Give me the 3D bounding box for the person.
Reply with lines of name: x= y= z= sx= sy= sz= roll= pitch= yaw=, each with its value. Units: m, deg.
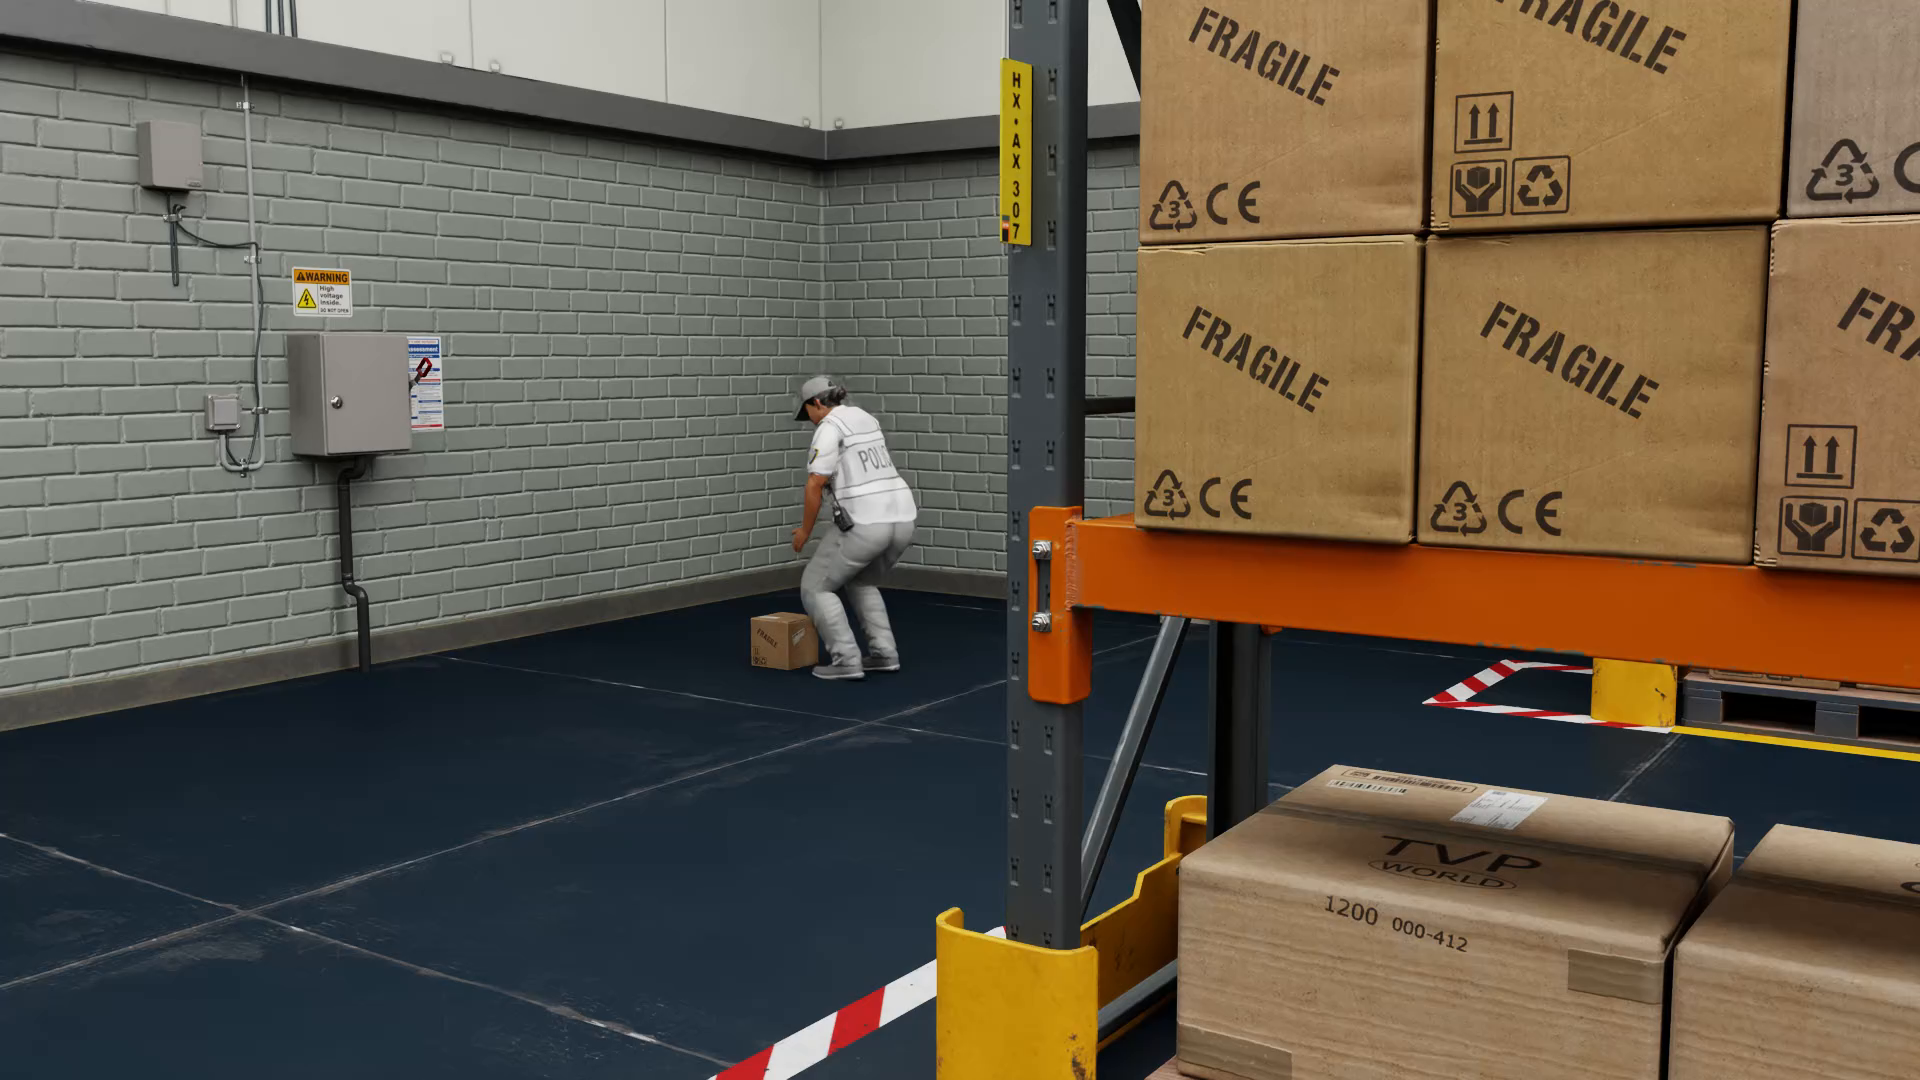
person: x=-0.555 y=-0.059 z=8.310 sx=0.632 sy=1.502 sz=0.525 roll=4 pitch=8 yaw=34
